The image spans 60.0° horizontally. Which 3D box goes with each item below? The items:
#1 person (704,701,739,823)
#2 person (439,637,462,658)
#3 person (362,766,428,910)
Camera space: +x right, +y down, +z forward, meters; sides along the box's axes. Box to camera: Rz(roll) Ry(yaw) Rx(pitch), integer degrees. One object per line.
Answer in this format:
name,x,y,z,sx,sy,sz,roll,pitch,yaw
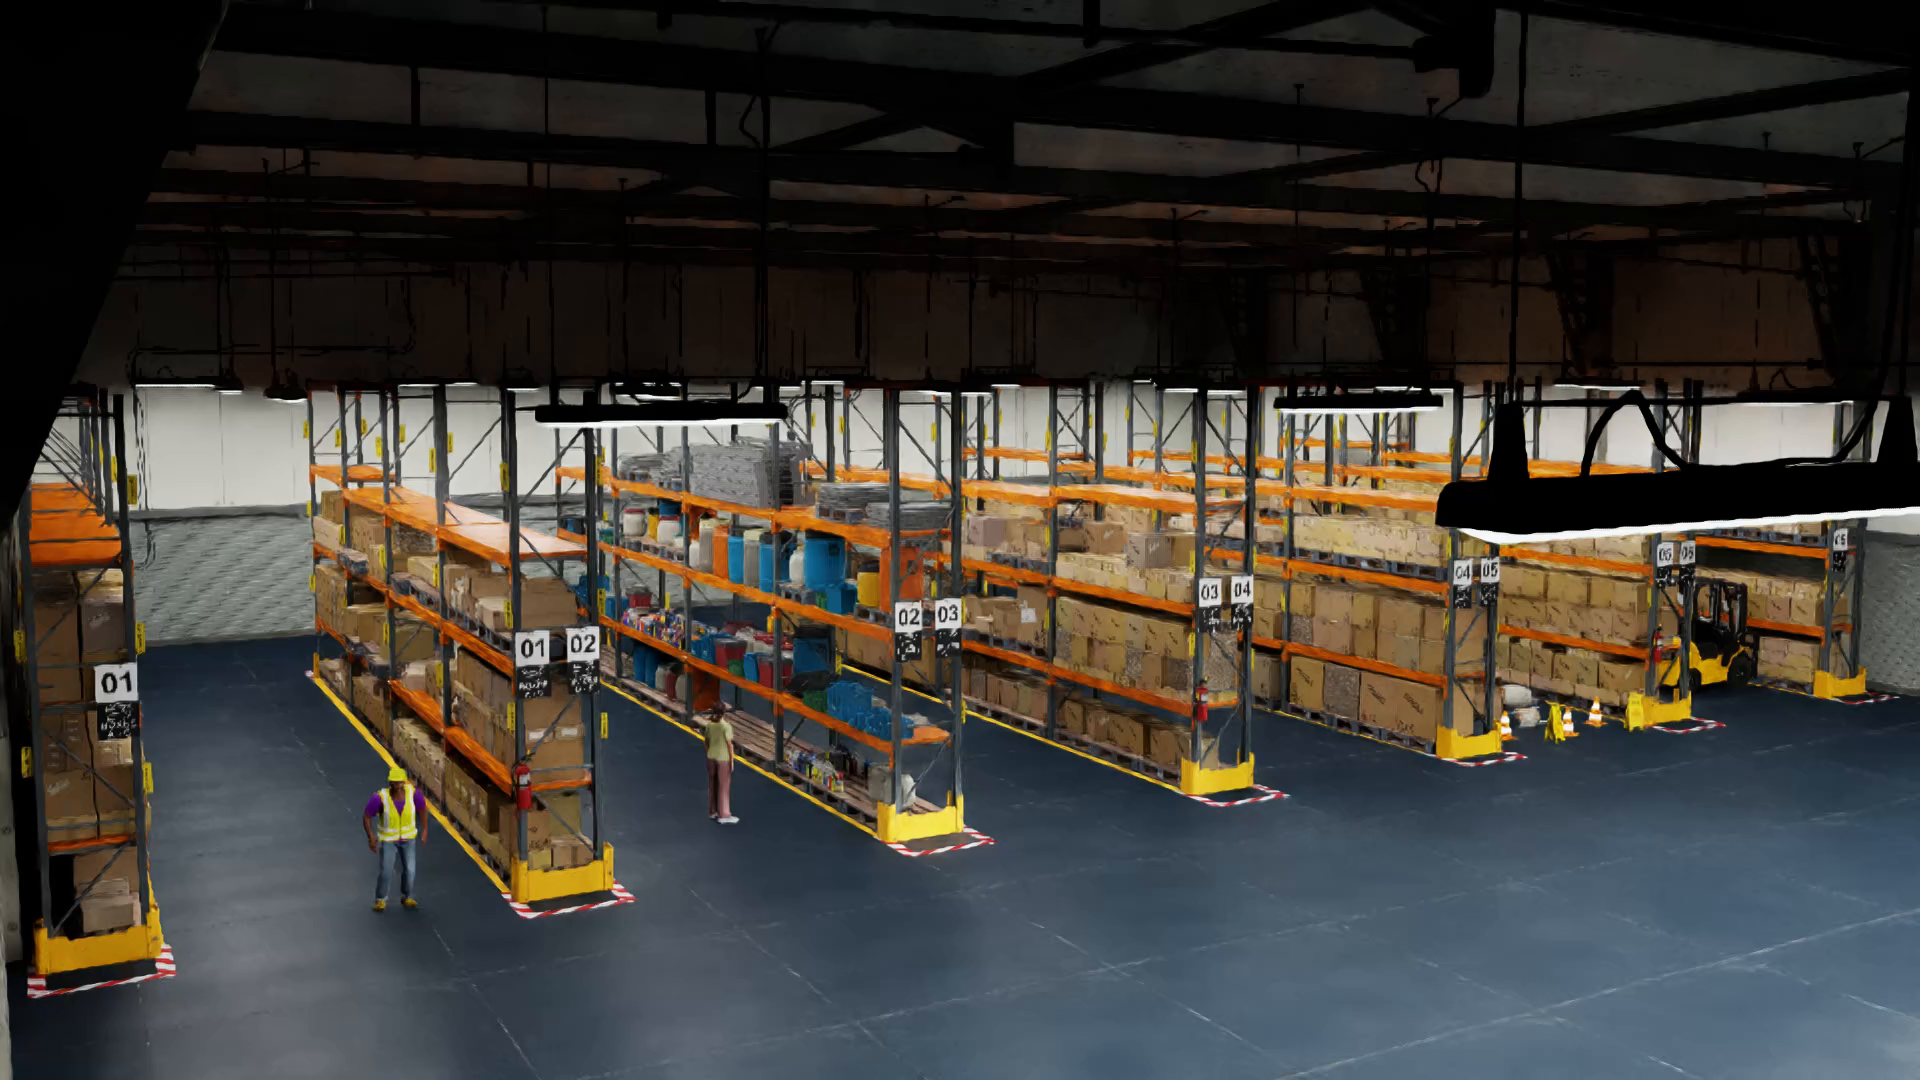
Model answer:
person,-3.288,3.046,22.965,0.499,1.677,0.432,4,7,31
person,-9.418,2.150,31.298,0.729,1.732,0.546,-4,7,-31
person,-6.515,3.444,19.235,0.719,1.714,0.572,-4,7,-30
